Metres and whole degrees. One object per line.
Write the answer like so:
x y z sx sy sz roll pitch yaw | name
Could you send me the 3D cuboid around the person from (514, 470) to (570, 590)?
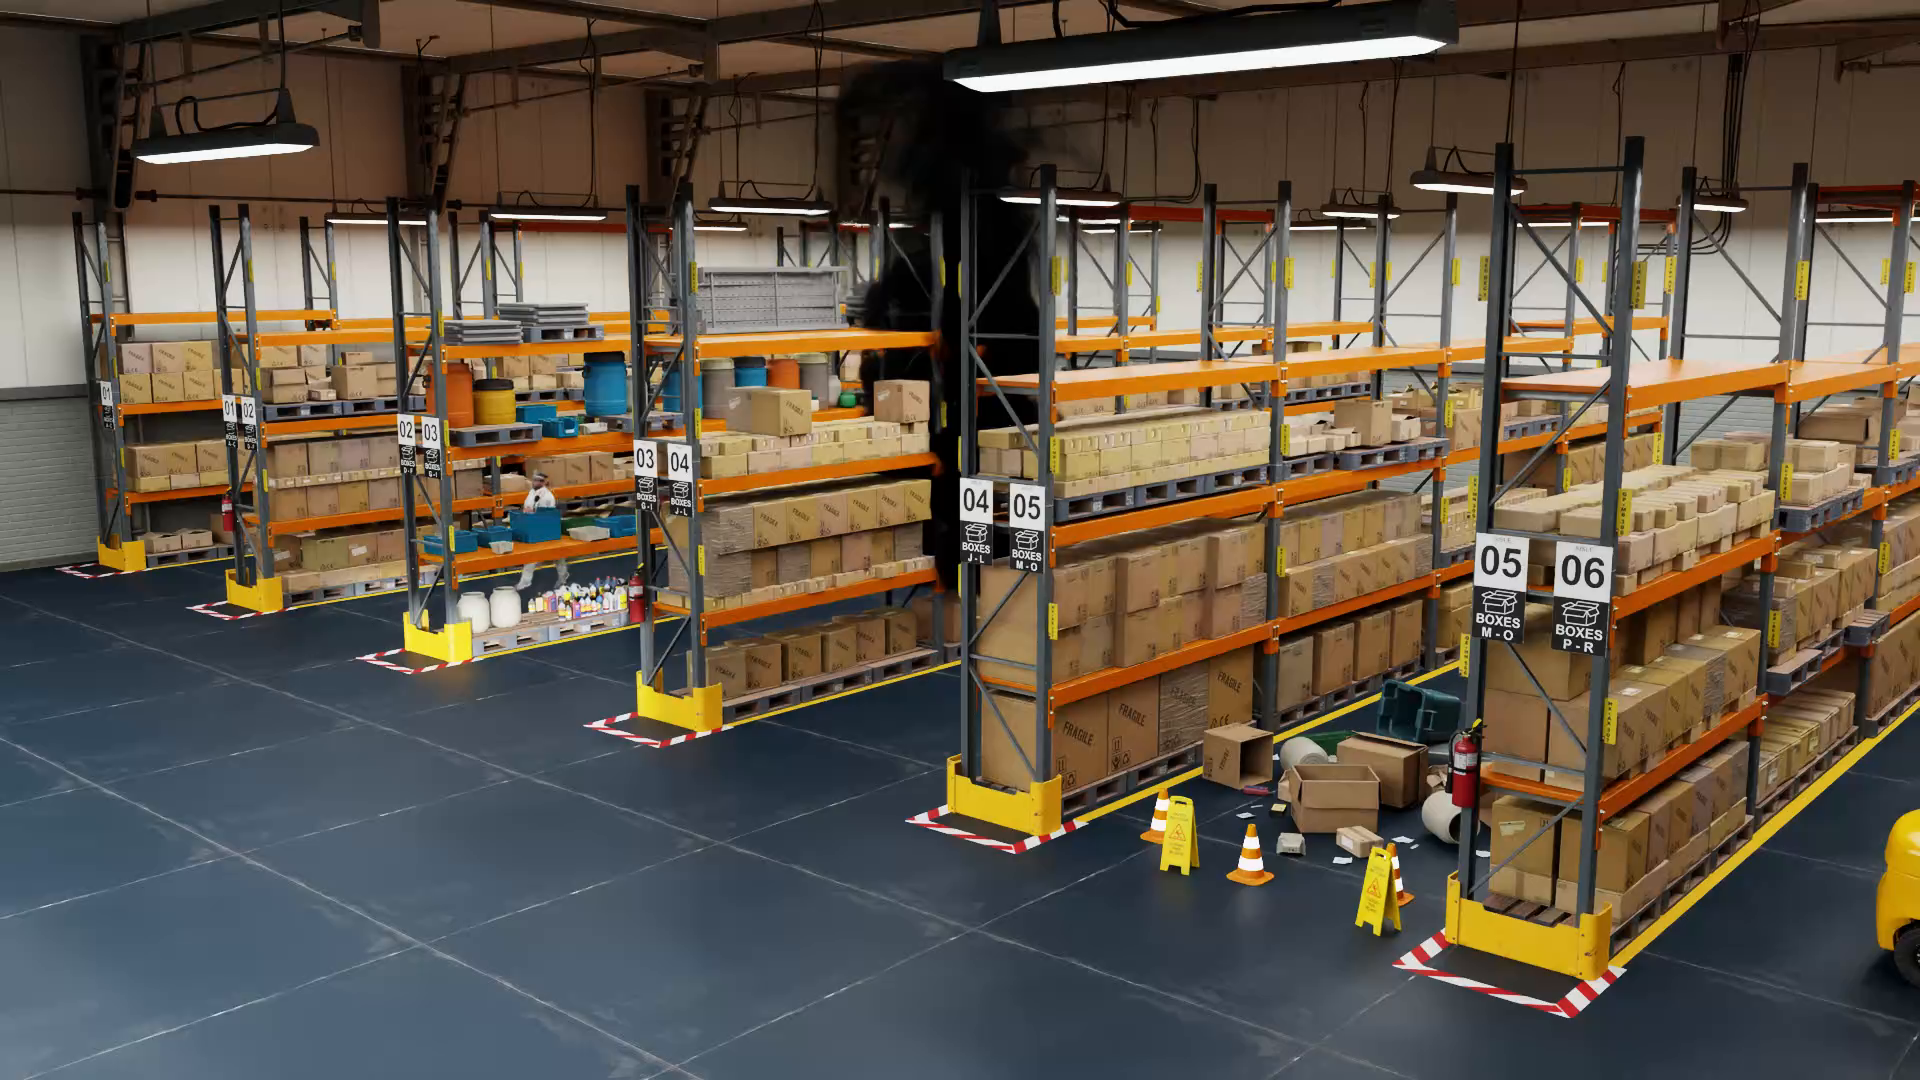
-6.334 -0.145 25.003 0.662 1.828 0.923 7 12 38 | person
